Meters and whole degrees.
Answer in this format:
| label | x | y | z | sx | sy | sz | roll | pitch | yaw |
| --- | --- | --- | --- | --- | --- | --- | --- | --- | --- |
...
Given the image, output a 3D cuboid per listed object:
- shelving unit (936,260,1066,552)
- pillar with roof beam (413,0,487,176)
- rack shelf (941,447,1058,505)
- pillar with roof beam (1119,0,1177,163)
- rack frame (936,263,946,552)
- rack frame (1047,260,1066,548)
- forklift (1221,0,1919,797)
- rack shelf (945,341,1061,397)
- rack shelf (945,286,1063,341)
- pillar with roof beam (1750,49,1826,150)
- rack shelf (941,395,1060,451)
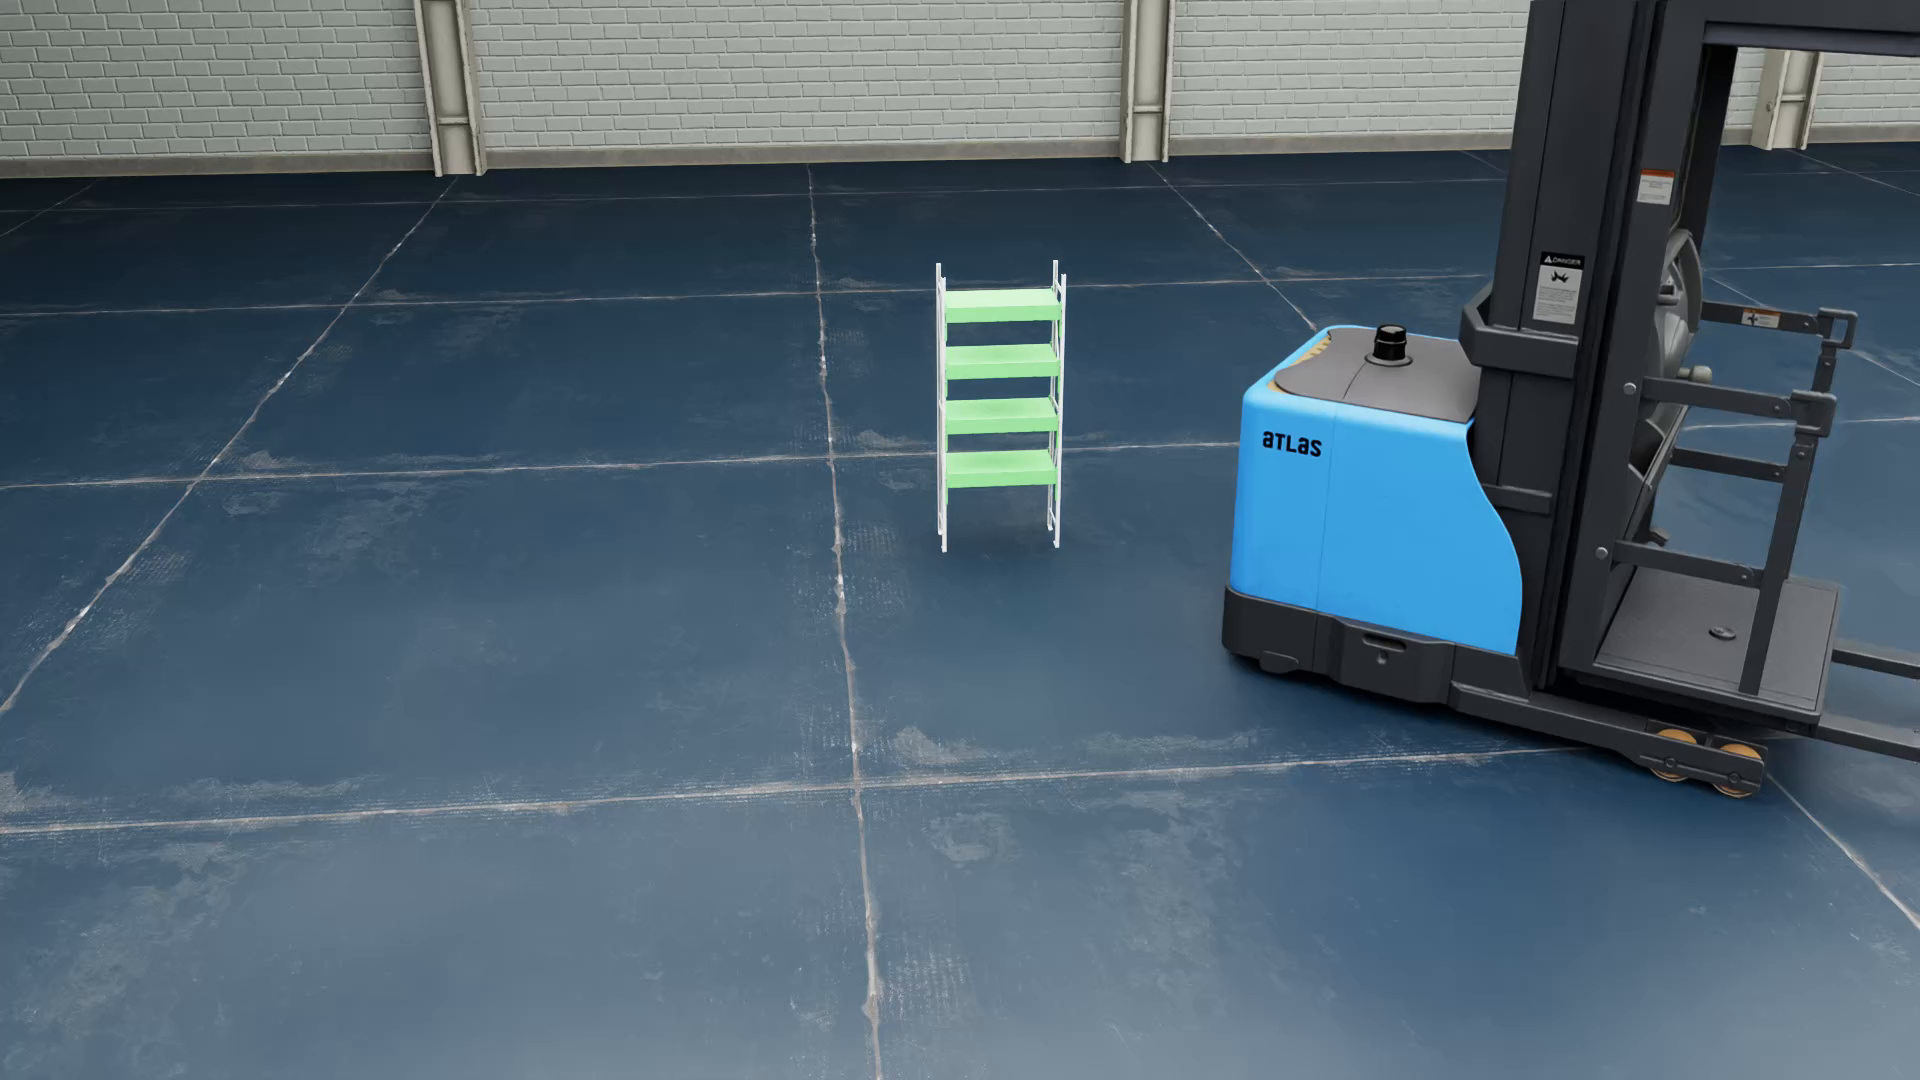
| label | x | y | z | sx | sy | sz | roll | pitch | yaw |
| --- | --- | --- | --- | --- | --- | --- | --- | --- | --- |
| shelving unit | 0.165 | -0.555 | 7.021 | 0.503 | 1.200 | 0.258 | -2 | 24 | -5 |
| pillar with roof beam | -3.899 | -5.562 | 8.685 | 0.400 | 9.000 | 9.100 | -2 | 24 | -5 |
| rack shelf | 0.165 | -0.277 | 7.145 | 0.480 | 0.148 | 0.258 | -2 | 24 | -5 |
| pillar with roof beam | 2.072 | -5.802 | 9.224 | 0.400 | 9.000 | 9.100 | -2 | 24 | -5 |
| rack frame | -0.078 | -0.545 | 6.999 | 0.015 | 1.200 | 0.240 | -2 | 24 | -5 |
| rack frame | 0.408 | -0.565 | 7.043 | 0.015 | 1.200 | 0.240 | -2 | 24 | -5 |
| forklift | 2.515 | -0.755 | 5.340 | 3.031 | 2.935 | 1.130 | 13 | 27 | 27 |
| rack shelf | 0.165 | -0.716 | 6.950 | 0.480 | 0.148 | 0.258 | -2 | 24 | -5 |
| rack shelf | 0.165 | -0.935 | 6.852 | 0.480 | 0.148 | 0.258 | -2 | 24 | -5 |
| pillar with roof beam | 8.043 | -6.041 | 9.763 | 0.400 | 9.000 | 9.100 | -2 | 24 | -5 |
| rack shelf | 0.165 | -0.496 | 7.047 | 0.480 | 0.148 | 0.258 | -2 | 24 | -5 |
